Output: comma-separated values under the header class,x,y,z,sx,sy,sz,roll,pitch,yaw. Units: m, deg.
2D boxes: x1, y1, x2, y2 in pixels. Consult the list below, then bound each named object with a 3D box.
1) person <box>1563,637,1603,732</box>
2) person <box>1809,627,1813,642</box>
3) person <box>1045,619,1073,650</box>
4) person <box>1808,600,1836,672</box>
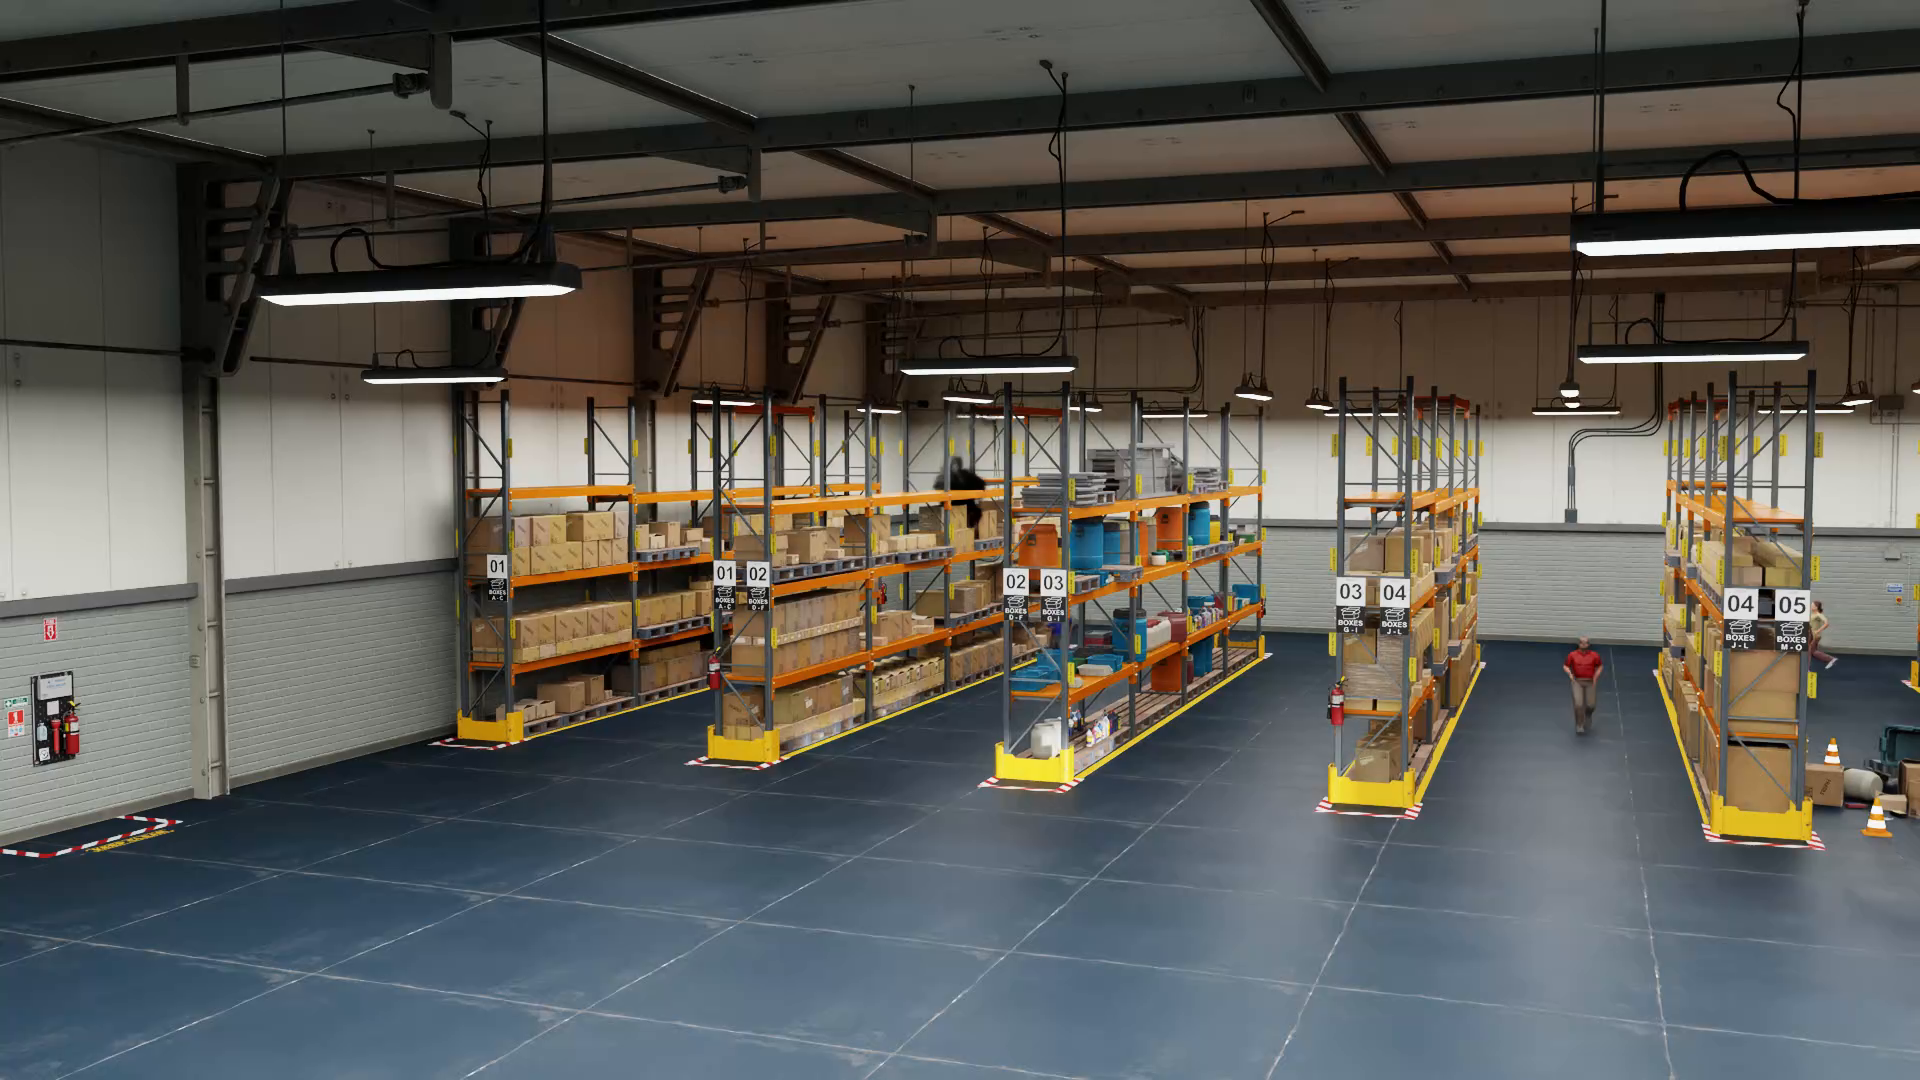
class,x,y,z,sx,sy,sz,roll,pitch,yaw
person,10.991,2.546,29.335,0.660,1.674,0.625,1,3,17
person,17.028,2.270,33.997,0.707,1.731,0.566,1,3,10
person,2.115,2.181,35.831,0.575,1.645,0.938,1,3,15
person,18.895,2.166,36.687,0.863,1.665,0.579,1,3,13
